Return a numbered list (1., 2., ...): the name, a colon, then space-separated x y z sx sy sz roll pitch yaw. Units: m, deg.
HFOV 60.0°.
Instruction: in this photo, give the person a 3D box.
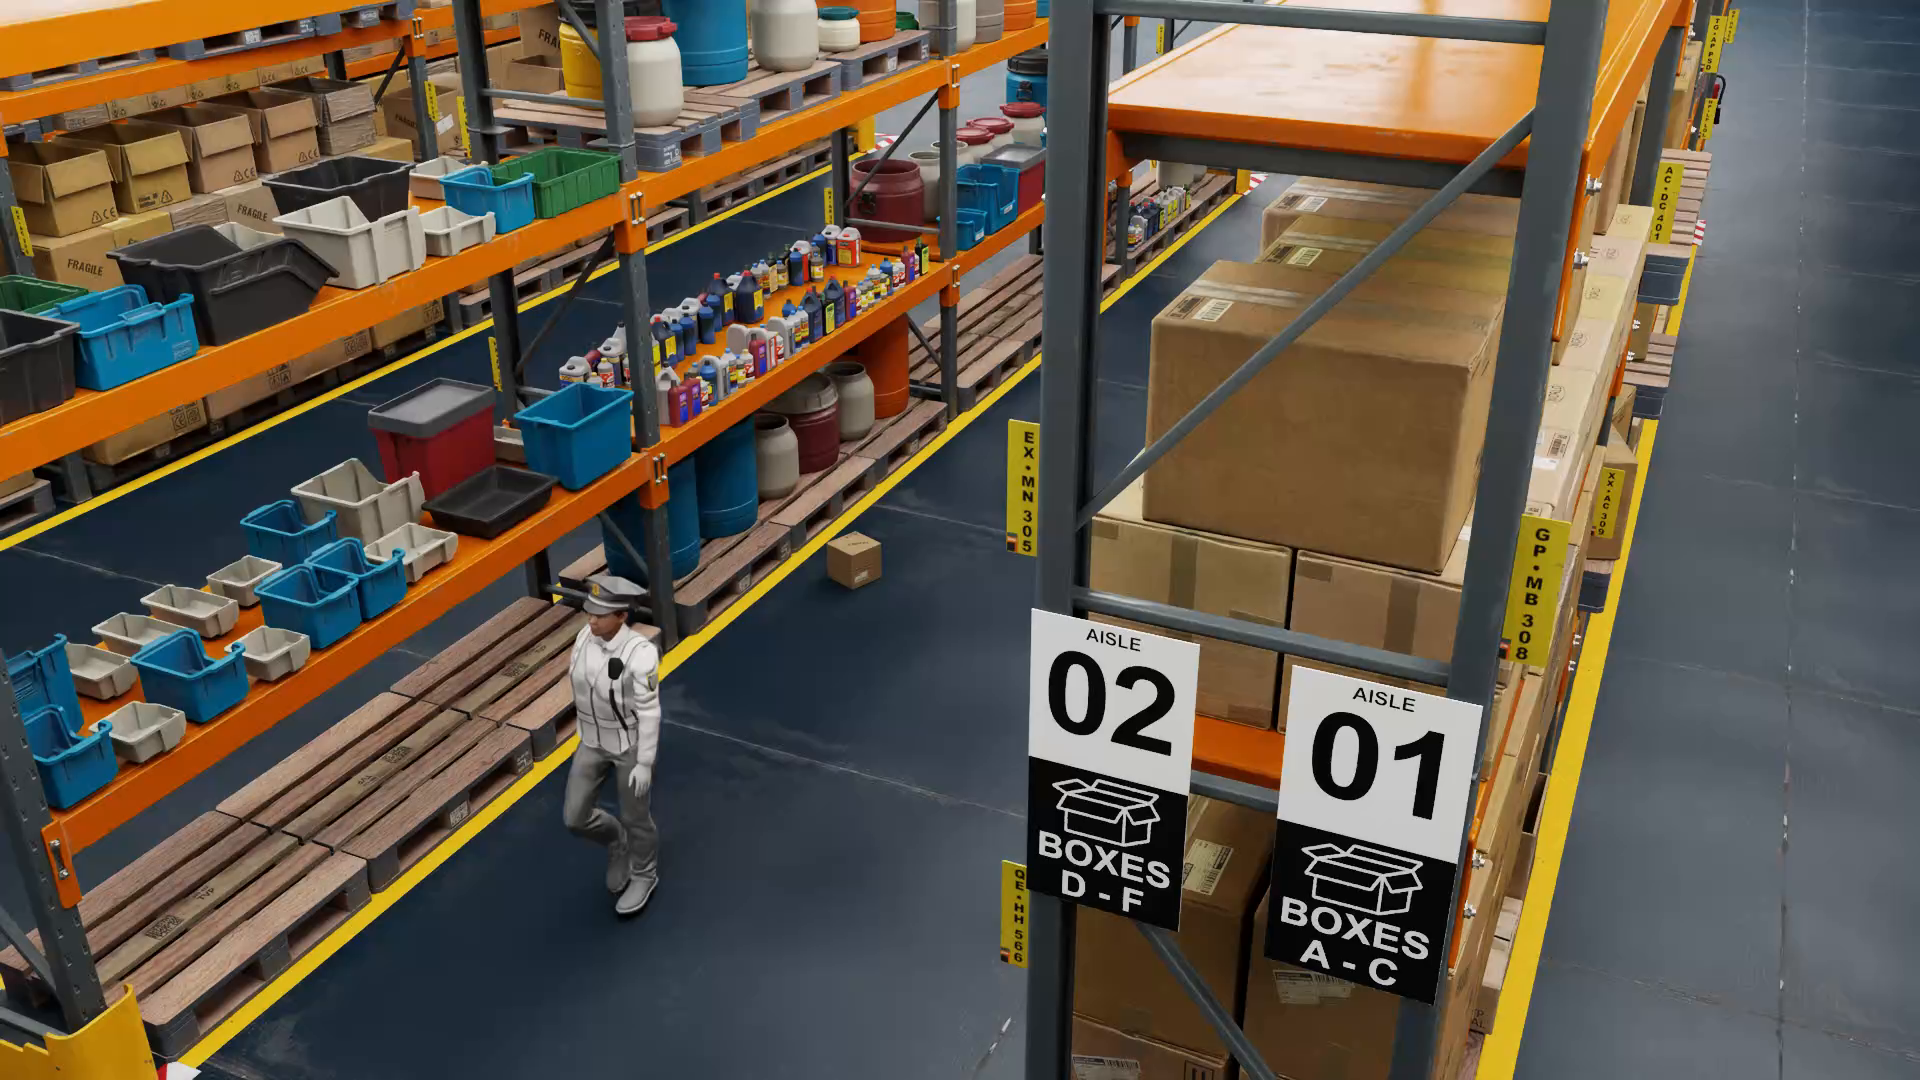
1. person: -1.551 0.934 7.452 0.485 1.694 0.430 12 29 23
